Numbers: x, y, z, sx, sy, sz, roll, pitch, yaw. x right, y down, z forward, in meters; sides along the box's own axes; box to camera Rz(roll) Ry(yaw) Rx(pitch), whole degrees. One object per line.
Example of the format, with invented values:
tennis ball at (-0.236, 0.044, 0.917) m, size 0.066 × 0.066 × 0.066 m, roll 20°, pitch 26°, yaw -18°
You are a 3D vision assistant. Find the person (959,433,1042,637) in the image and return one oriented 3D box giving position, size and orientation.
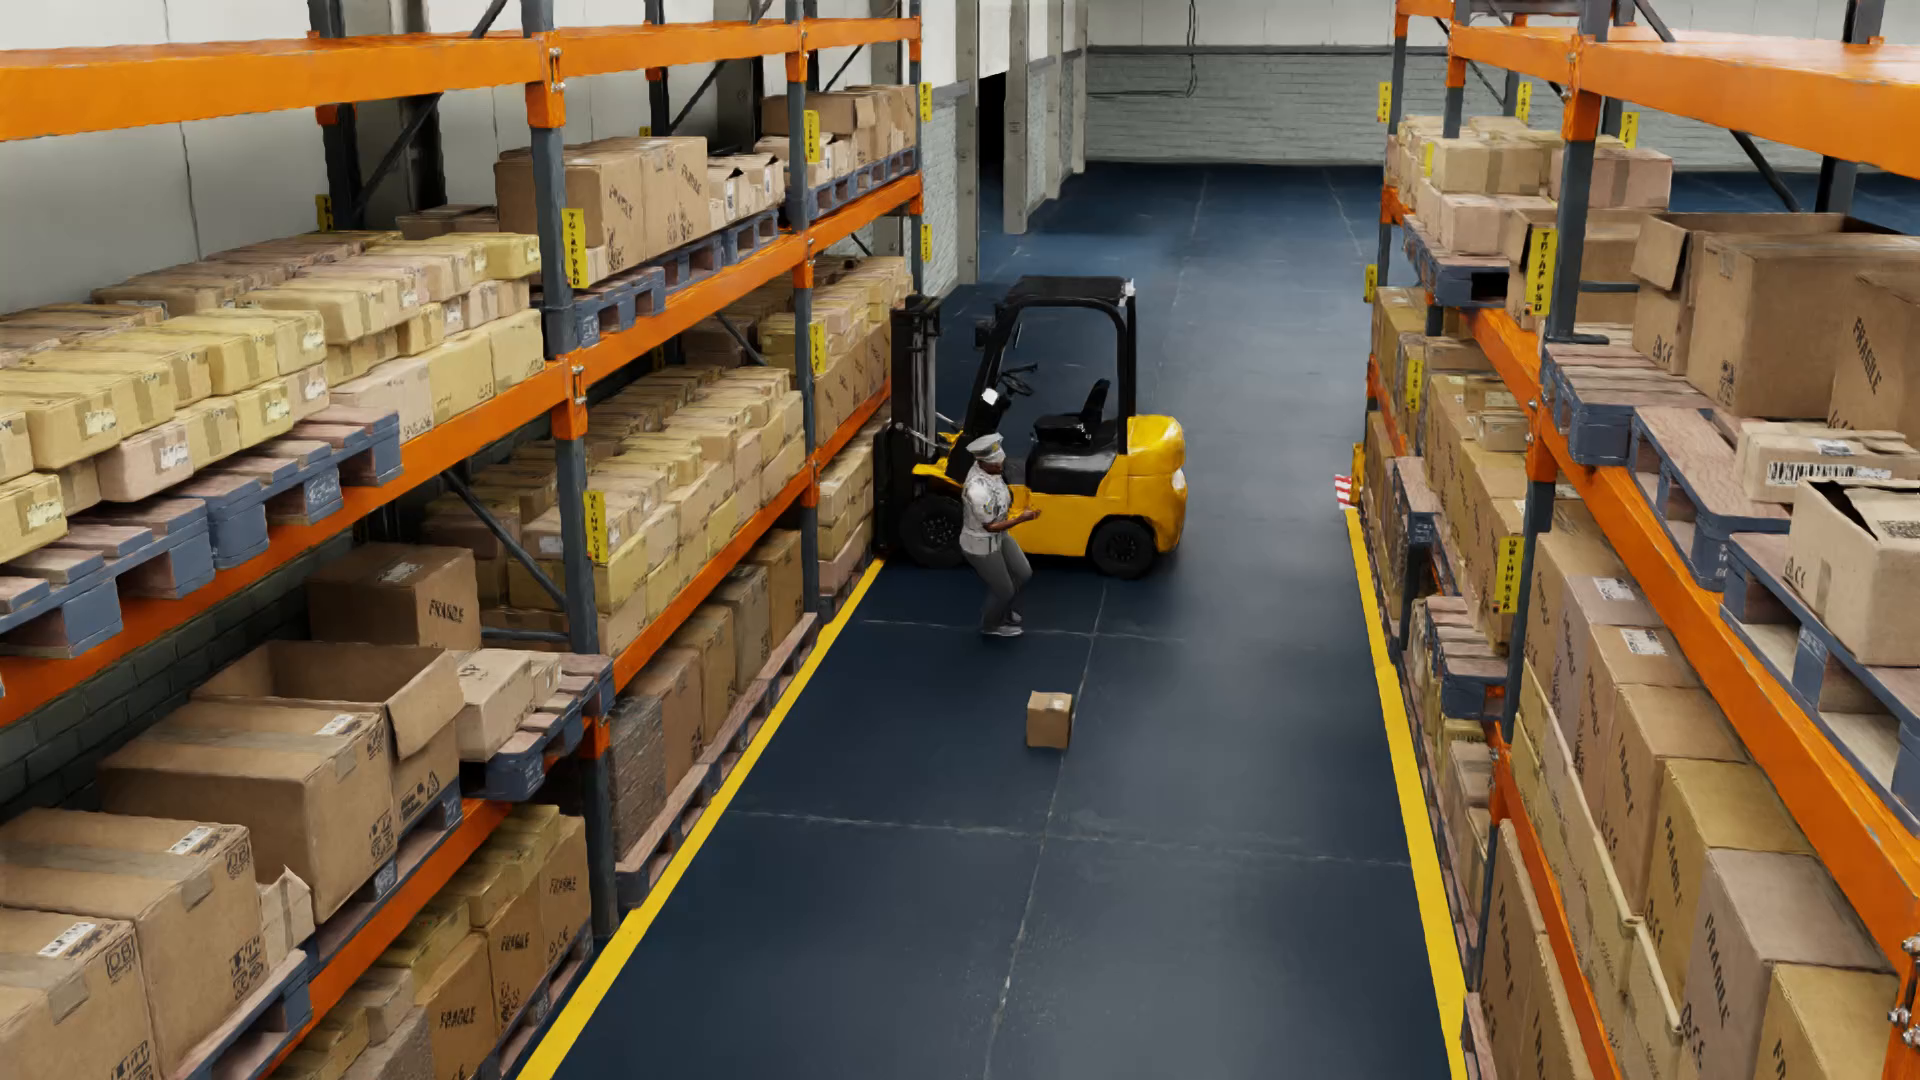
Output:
person at (0.296, -0.024, 11.287) m, size 0.544 × 1.554 × 0.864 m, roll 4°, pitch 19°, yaw 13°
